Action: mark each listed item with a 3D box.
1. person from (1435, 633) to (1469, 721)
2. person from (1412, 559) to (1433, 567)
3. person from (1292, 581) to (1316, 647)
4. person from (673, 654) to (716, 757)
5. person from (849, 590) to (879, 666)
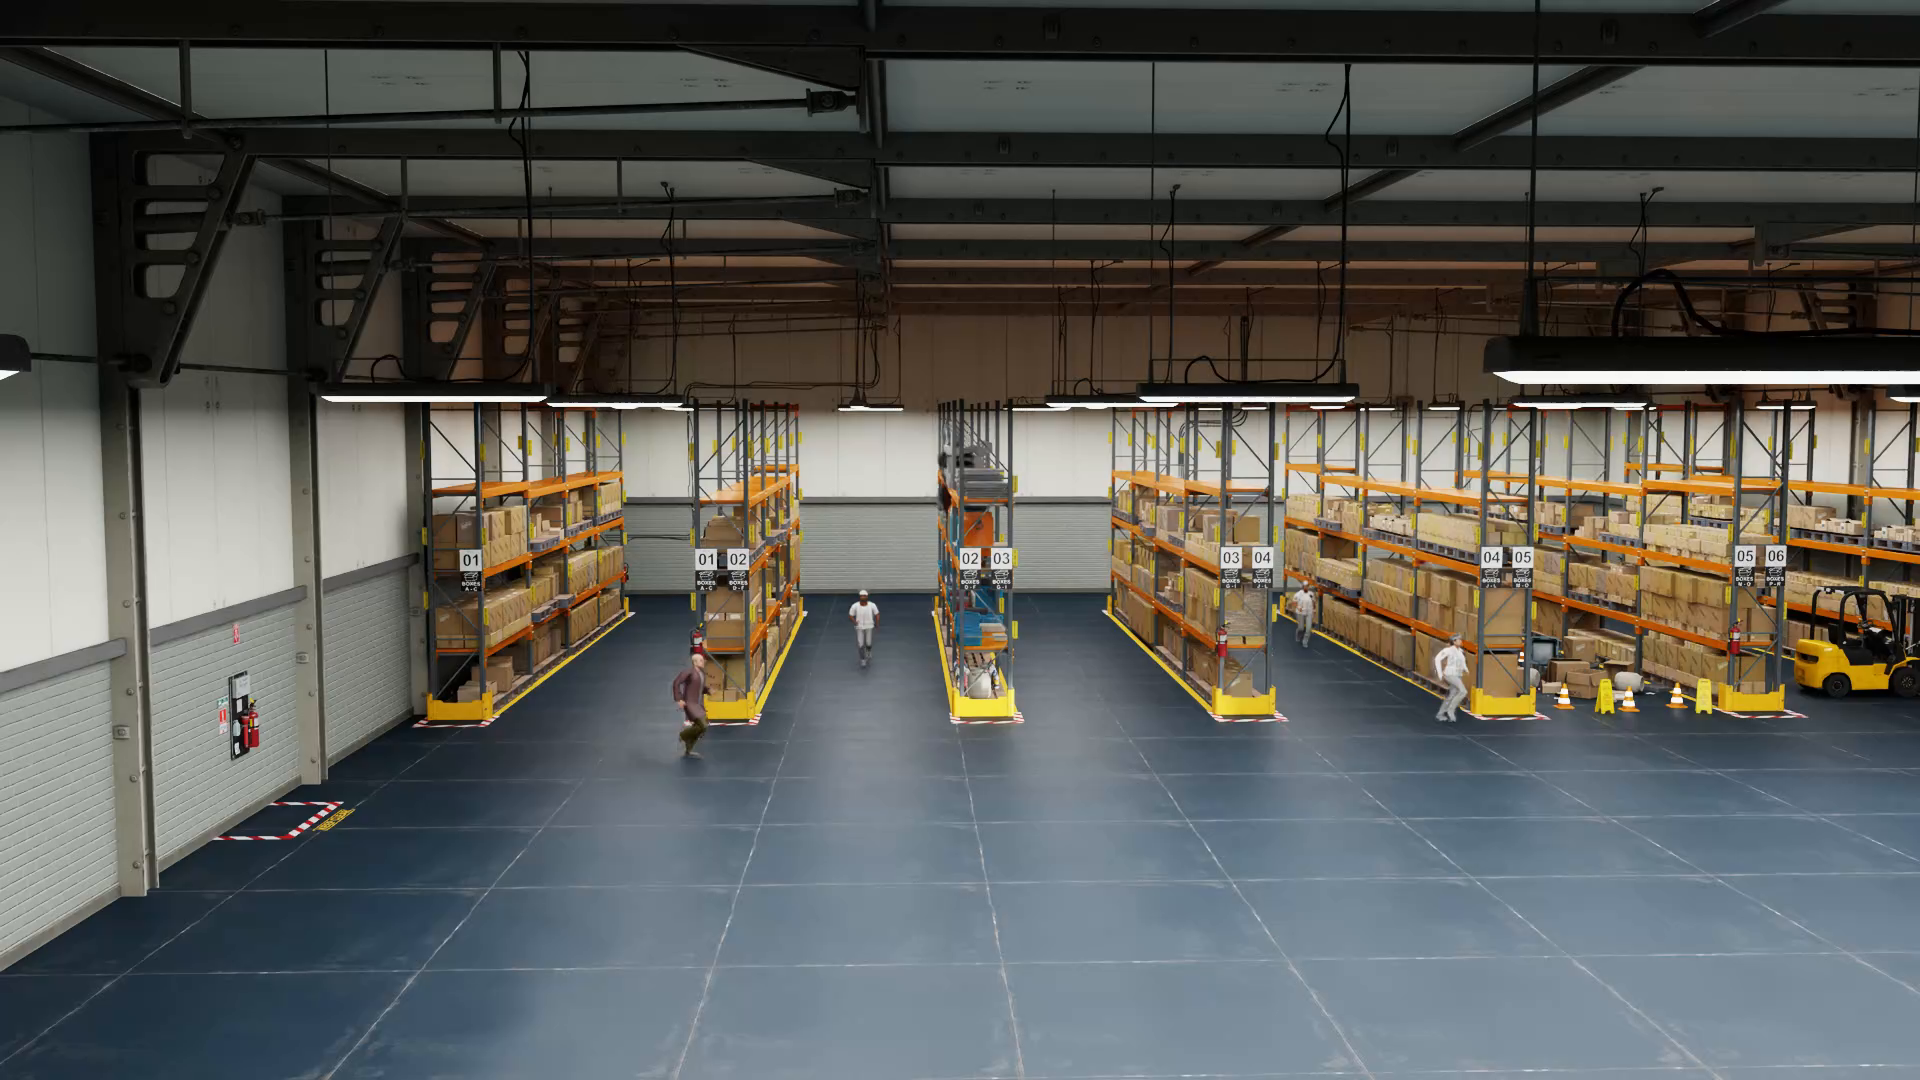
[{"bbox_3d":[9.225,2.538,30.914,0.602,1.629,0.616,-3,6,-39],"label":"person"},{"bbox_3d":[13.781,1.059,49.913,0.942,1.753,0.655,-1,5,-18],"label":"person"},{"bbox_3d":[8.469,1.812,40.863,0.595,1.622,0.560,0,4,-6],"label":"person"},{"bbox_3d":[-4.376,2.759,27.621,0.673,1.730,0.703,2,5,19],"label":"person"},{"bbox_3d":[-2.176,1.999,37.760,0.700,1.723,0.583,0,4,-3],"label":"person"}]
